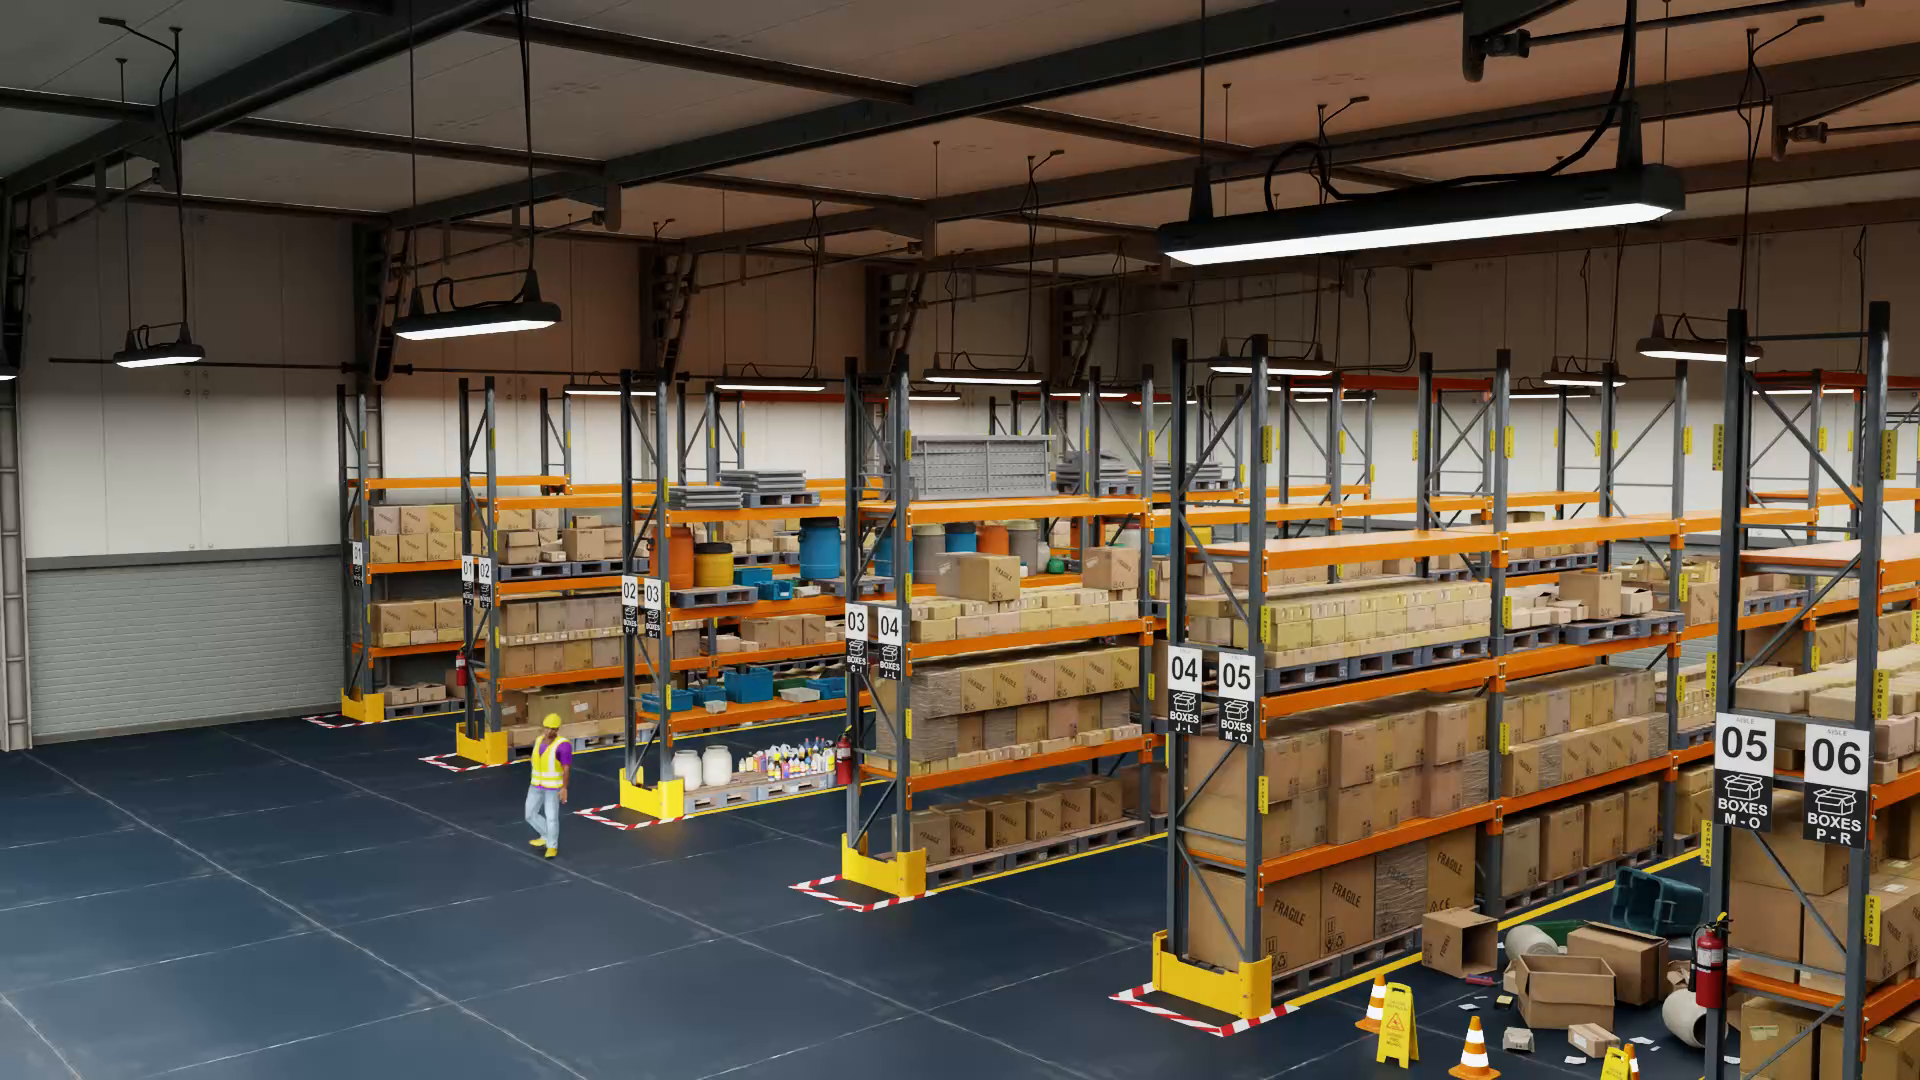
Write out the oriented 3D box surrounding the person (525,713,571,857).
[{"bbox_3d":[-4.979,2.958,20.133,0.672,1.750,0.456,1,4,21],"label":"person"}]
